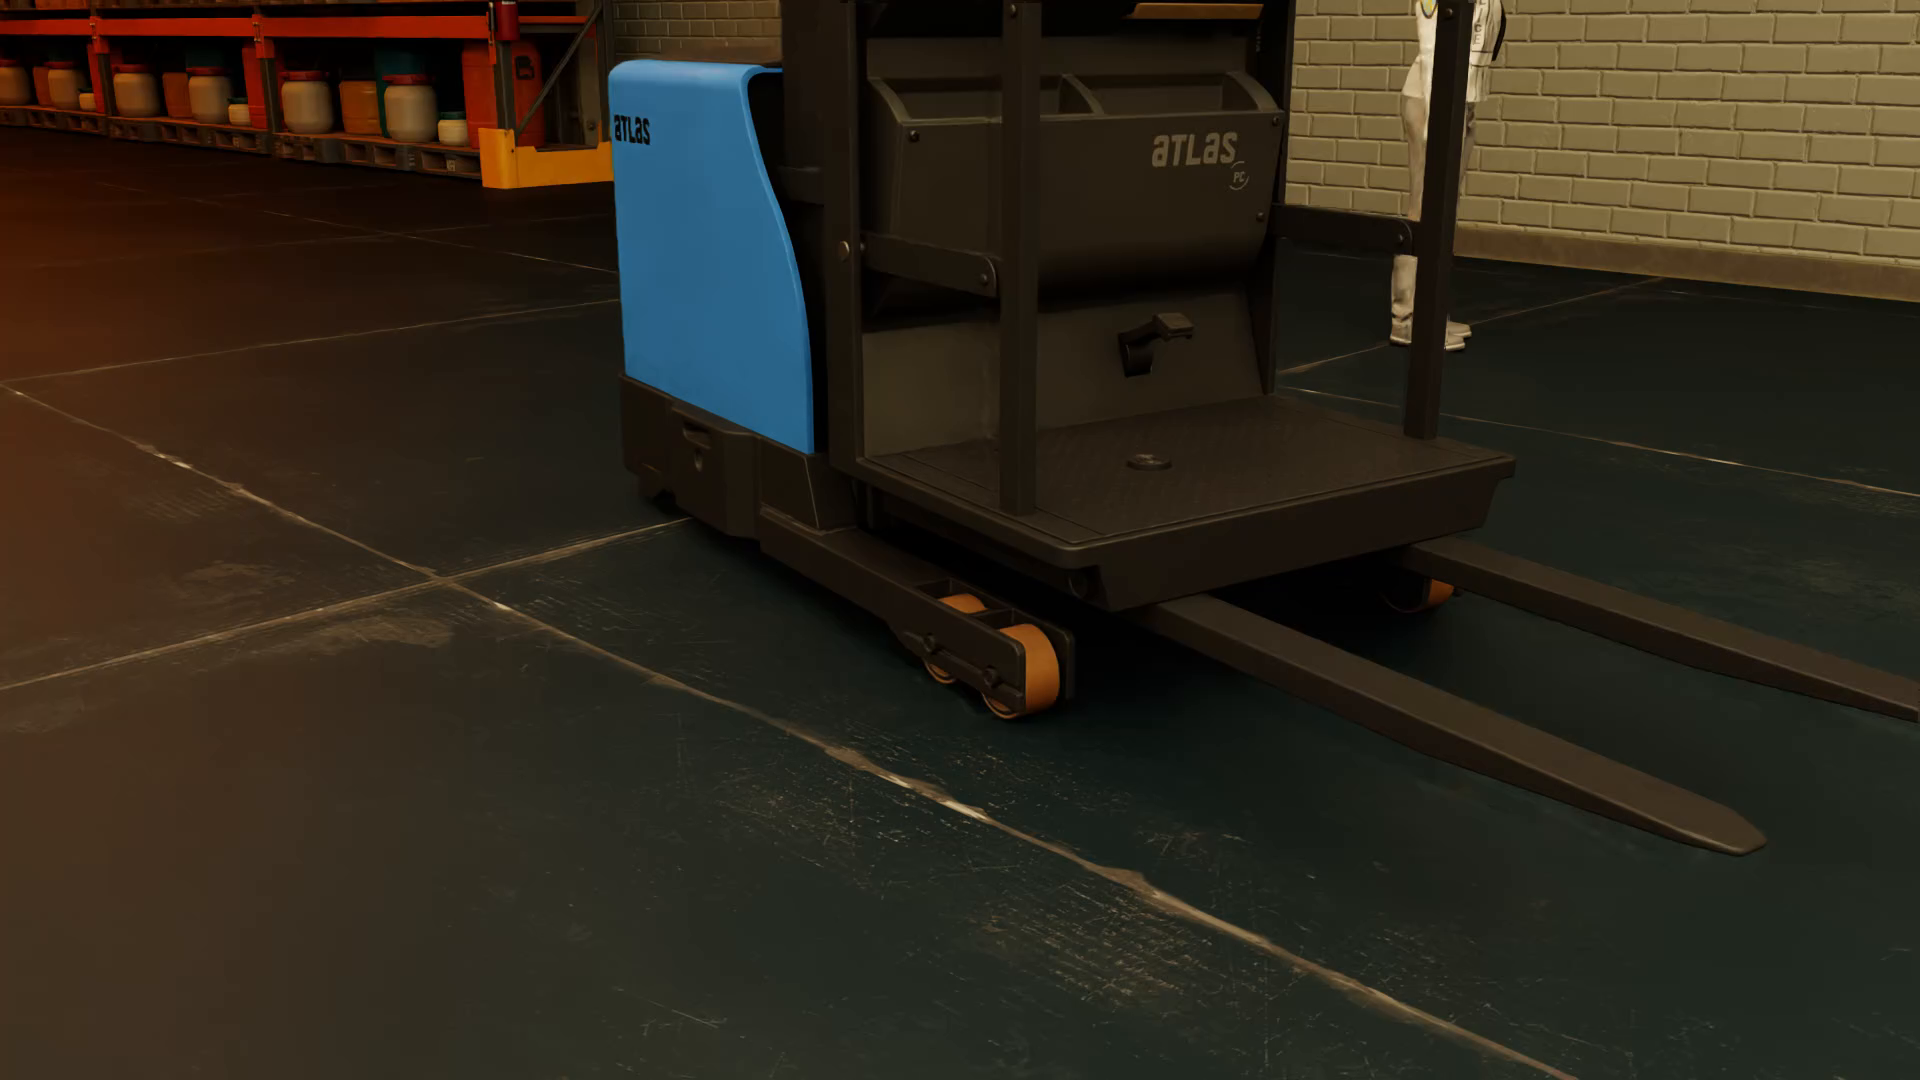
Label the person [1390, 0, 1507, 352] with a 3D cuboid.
[{"bbox_3d":[1.791,-1.571,6.131,0.336,1.692,0.464,8,19,24],"label":"person"}]

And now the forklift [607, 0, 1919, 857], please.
[{"bbox_3d":[0.364,-1.248,2.966,1.130,2.935,3.031,-11,20,-32],"label":"forklift"}]
